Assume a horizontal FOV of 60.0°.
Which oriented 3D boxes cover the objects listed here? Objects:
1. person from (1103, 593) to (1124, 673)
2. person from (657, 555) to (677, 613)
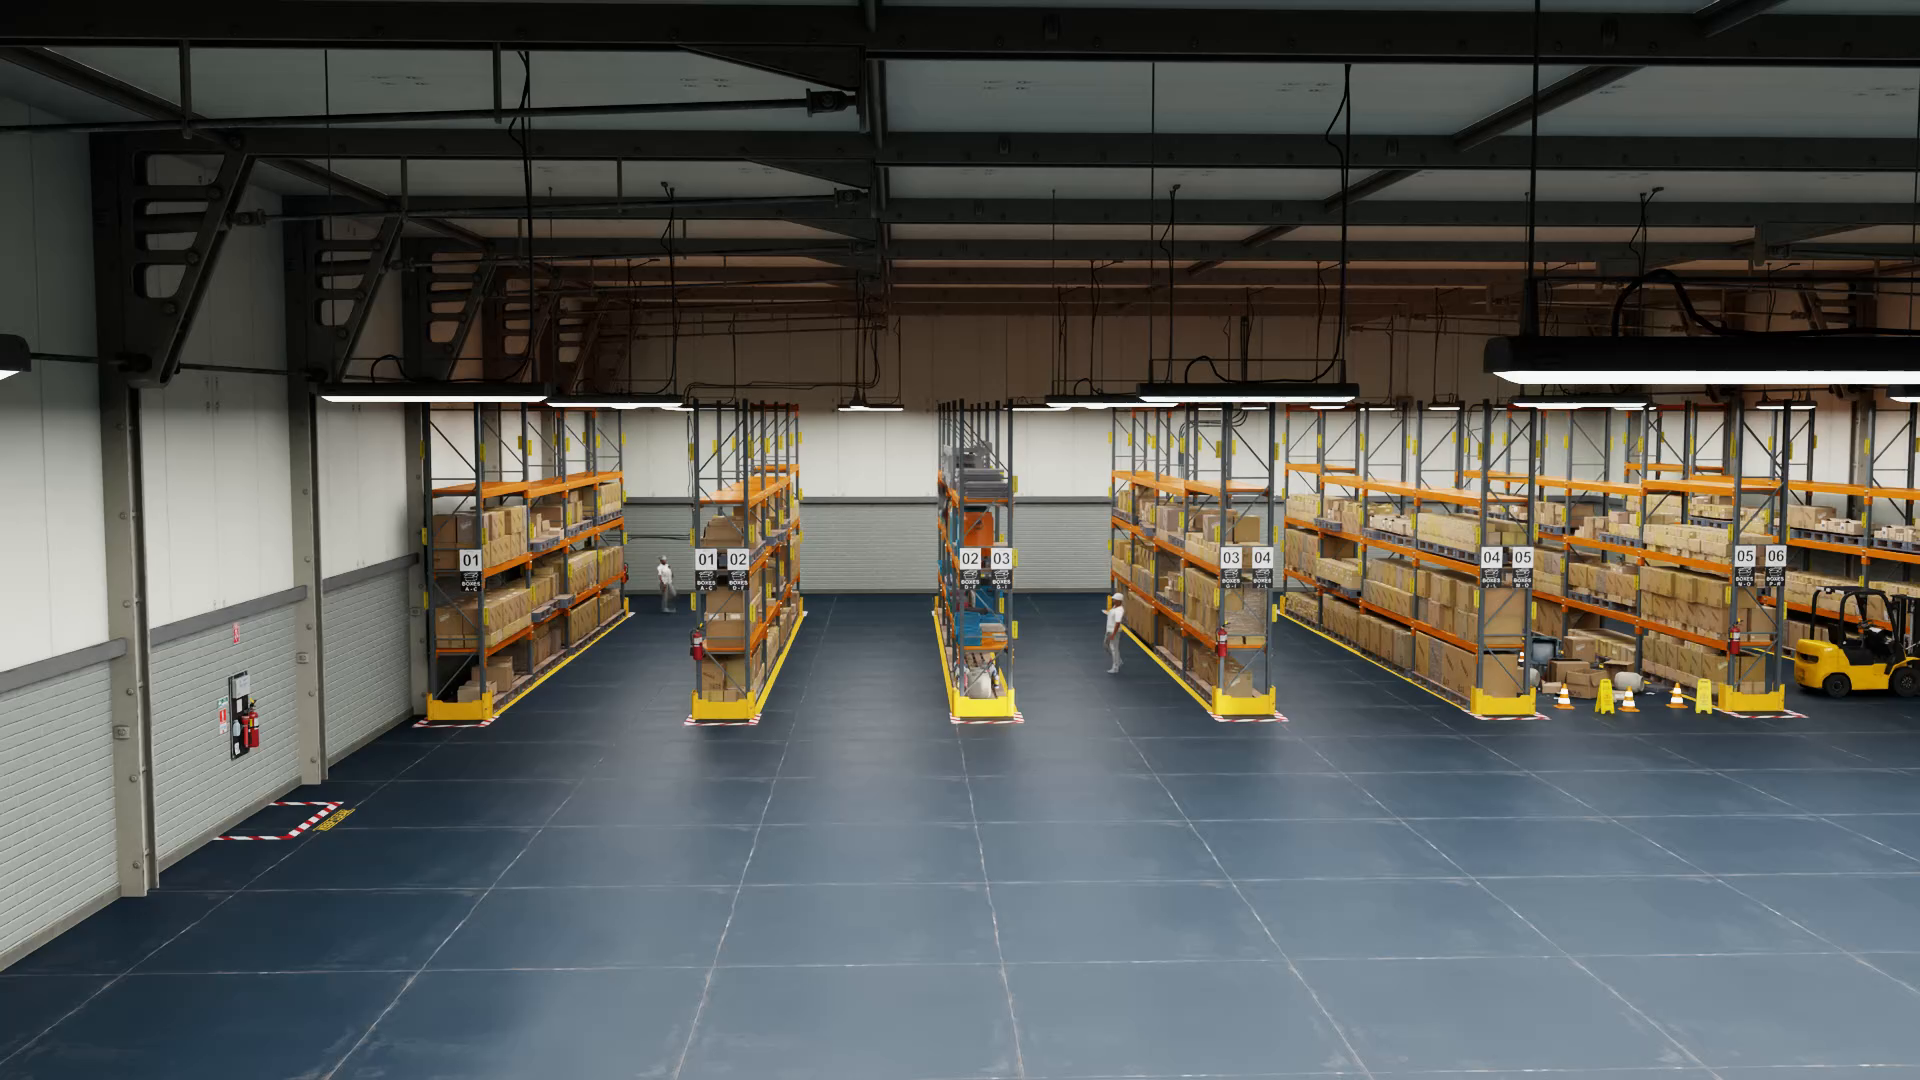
[{"bbox_3d":[3.423,2.041,36.852,0.480,1.757,0.676,-1,4,-12],"label":"person"},{"bbox_3d":[-8.369,1.274,47.575,0.486,1.691,0.552,4,6,43],"label":"person"}]
